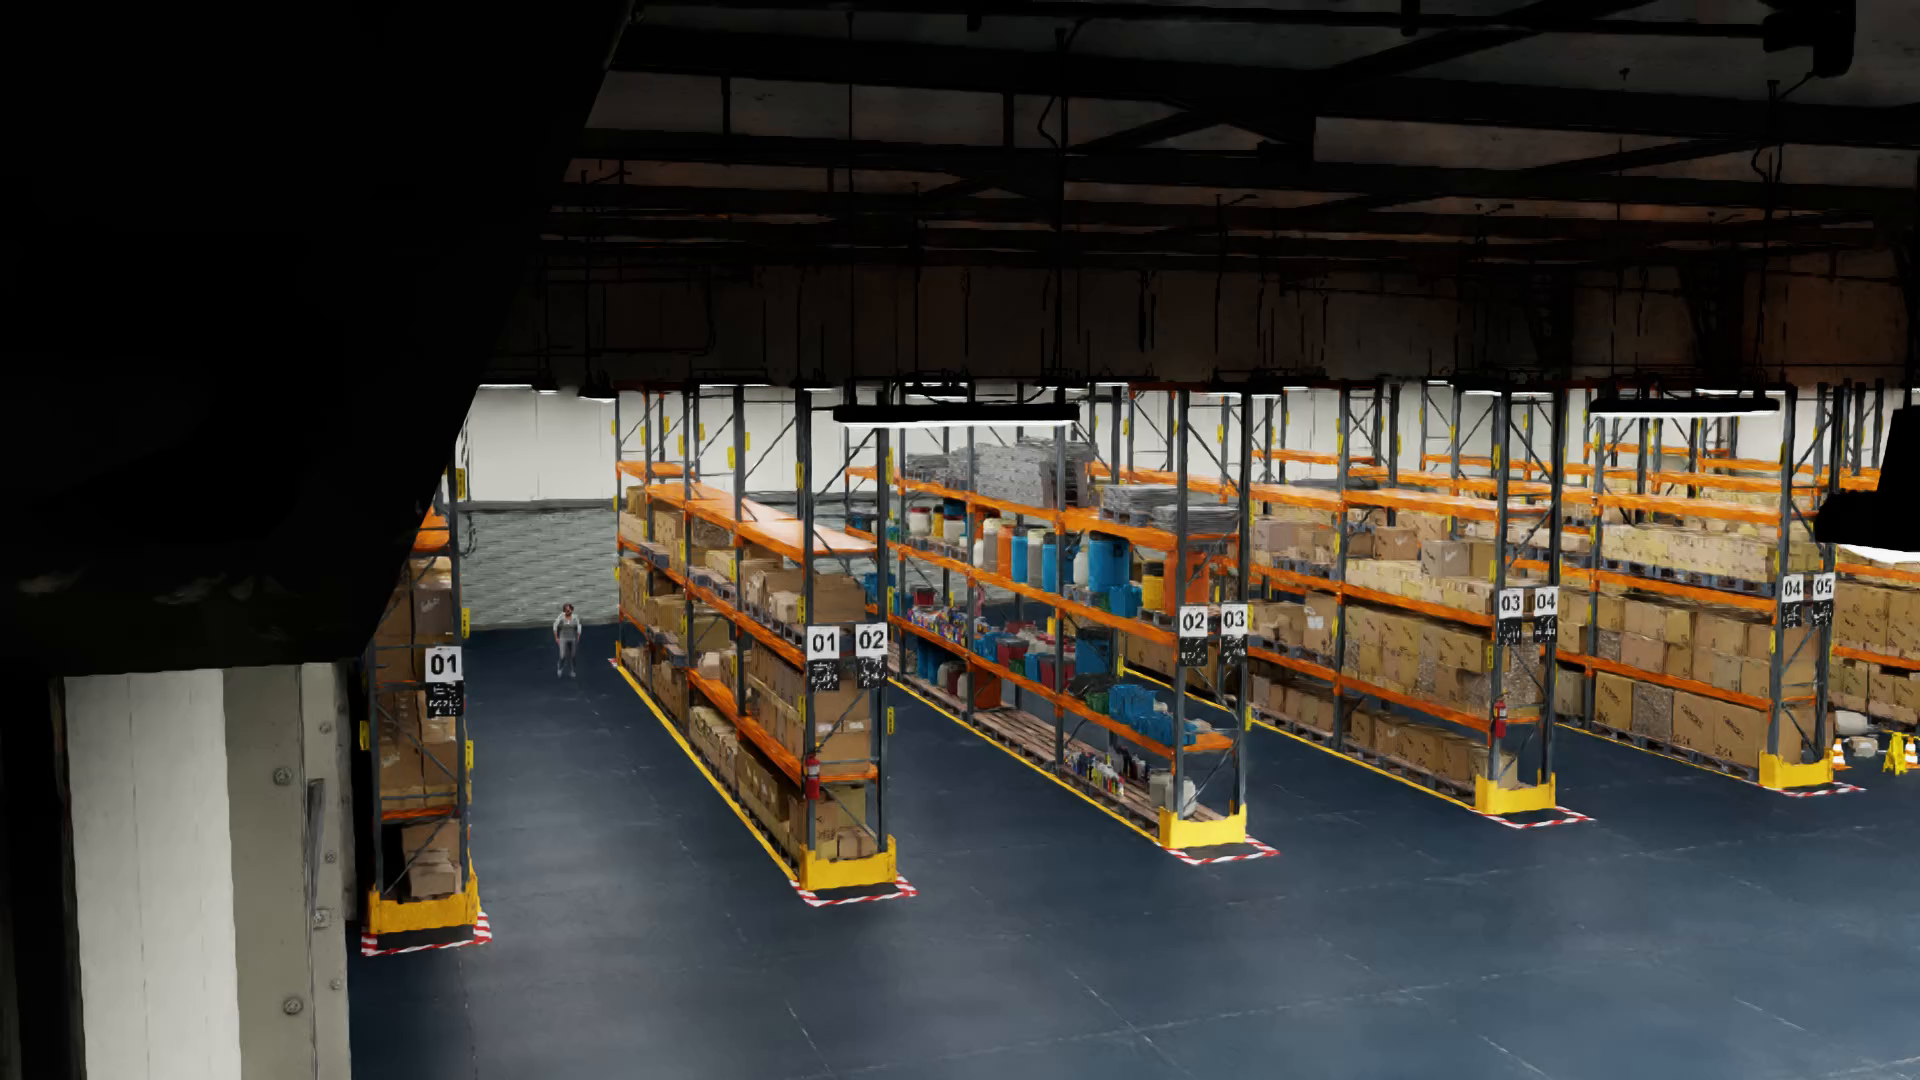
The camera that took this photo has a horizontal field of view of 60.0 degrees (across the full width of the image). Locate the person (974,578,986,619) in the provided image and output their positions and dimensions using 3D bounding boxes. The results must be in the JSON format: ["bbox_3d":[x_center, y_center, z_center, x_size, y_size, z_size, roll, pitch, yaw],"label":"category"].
[{"bbox_3d":[0.447,1.136,41.211,0.437,1.667,0.623,1,6,12],"label":"person"}]

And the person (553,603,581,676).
[{"bbox_3d":[-7.952,2.014,33.677,0.566,1.541,0.519,-2,7,-22],"label":"person"}]

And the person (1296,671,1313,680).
[{"bbox_3d":[6.730,2.130,32.166,0.639,1.632,0.506,-2,6,-21],"label":"person"}]
